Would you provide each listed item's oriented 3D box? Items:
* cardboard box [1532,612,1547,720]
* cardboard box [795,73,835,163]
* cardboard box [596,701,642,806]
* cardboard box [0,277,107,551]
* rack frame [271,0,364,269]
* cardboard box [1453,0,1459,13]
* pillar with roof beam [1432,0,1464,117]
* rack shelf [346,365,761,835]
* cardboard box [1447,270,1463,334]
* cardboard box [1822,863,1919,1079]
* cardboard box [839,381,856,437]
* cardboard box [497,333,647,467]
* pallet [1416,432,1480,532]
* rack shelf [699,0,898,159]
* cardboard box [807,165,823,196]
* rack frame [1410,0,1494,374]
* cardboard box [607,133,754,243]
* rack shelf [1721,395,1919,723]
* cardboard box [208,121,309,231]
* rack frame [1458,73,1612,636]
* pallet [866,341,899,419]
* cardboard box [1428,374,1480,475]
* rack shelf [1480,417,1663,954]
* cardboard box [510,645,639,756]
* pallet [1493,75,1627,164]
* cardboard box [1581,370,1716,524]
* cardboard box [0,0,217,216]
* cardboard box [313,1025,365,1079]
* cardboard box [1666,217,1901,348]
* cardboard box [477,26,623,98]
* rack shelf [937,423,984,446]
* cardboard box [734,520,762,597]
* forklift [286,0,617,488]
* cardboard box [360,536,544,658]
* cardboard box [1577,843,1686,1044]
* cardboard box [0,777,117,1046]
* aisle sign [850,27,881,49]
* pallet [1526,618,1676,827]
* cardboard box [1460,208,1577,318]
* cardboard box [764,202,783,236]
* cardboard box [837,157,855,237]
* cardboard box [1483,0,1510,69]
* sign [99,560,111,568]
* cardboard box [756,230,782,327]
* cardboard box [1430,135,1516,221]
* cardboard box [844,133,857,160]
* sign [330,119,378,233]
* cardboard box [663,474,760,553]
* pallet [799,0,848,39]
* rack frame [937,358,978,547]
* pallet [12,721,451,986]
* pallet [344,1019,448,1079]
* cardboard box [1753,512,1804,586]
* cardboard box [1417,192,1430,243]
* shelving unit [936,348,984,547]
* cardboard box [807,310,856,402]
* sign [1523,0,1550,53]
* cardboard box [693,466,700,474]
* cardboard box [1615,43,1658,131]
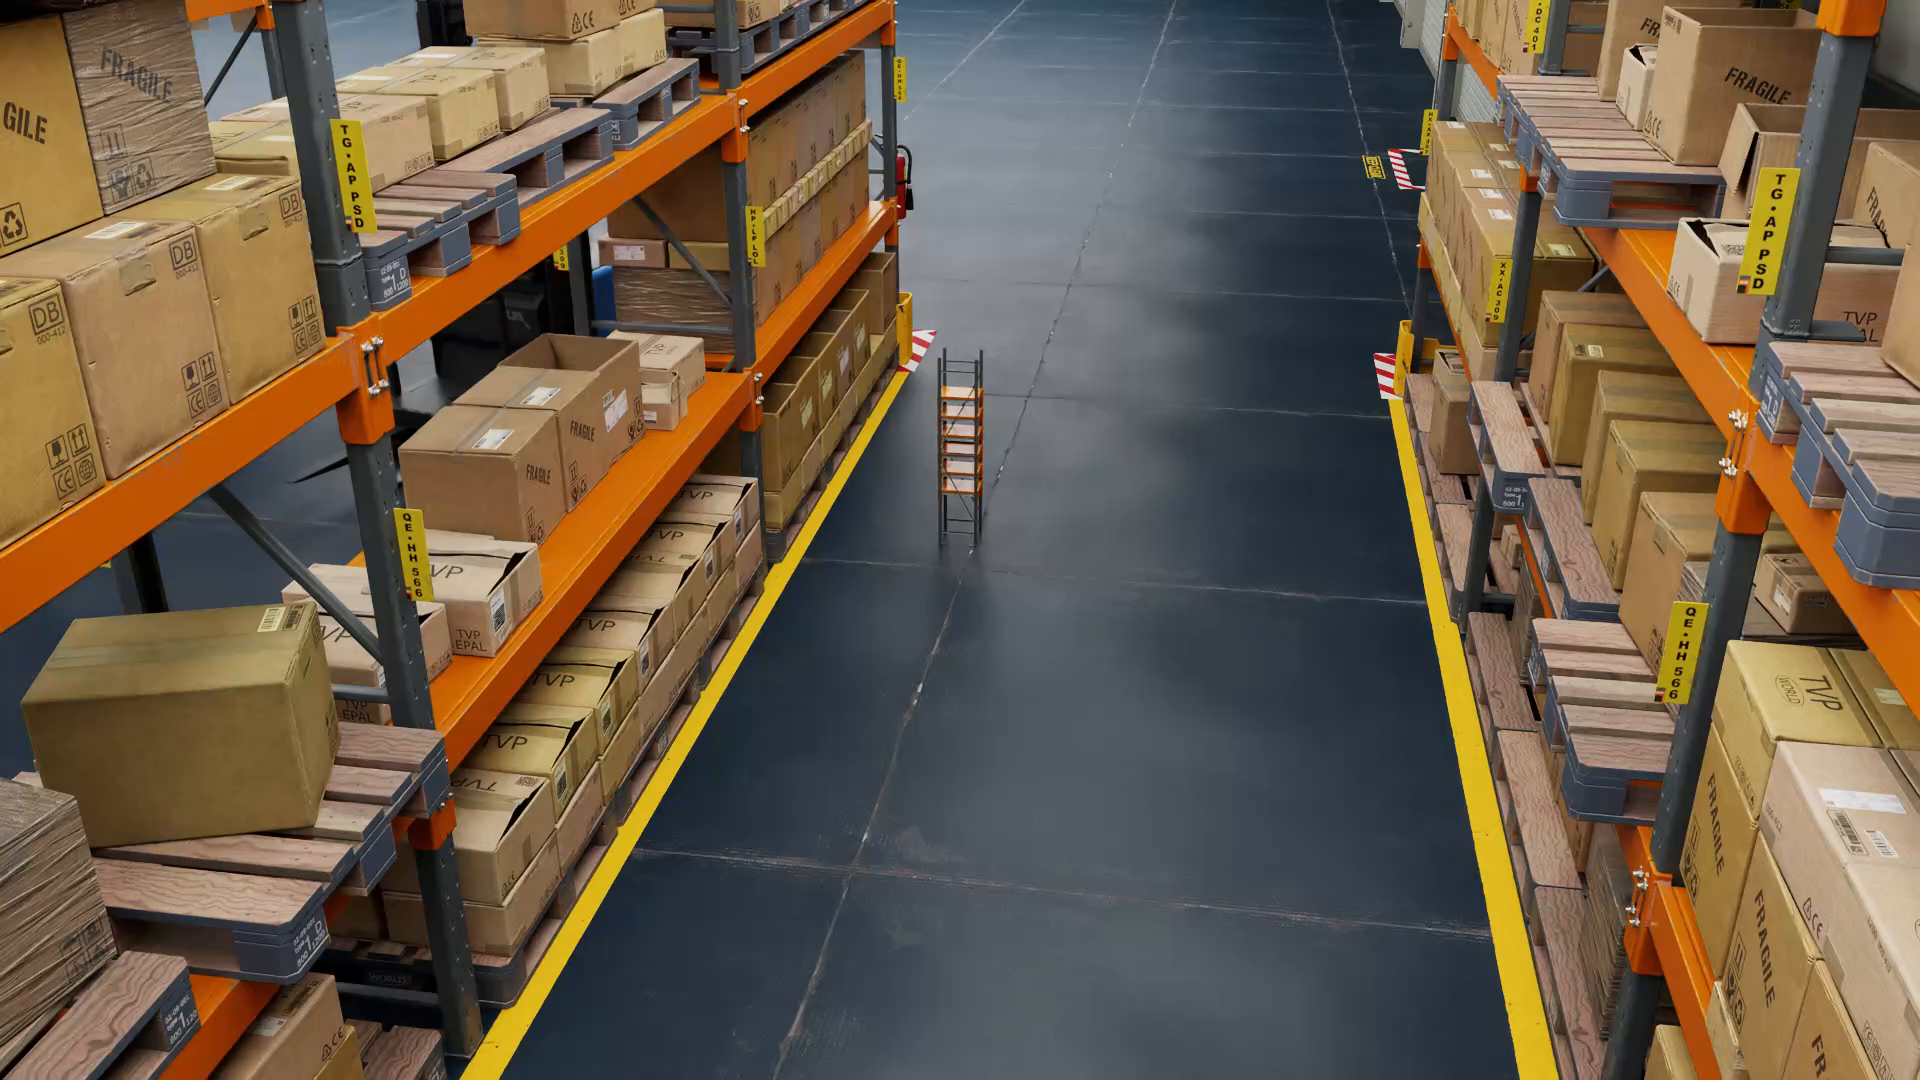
[{"bbox_3d":[3.113,0.635,7.785,0.700,0.500,0.500,4,25,7],"label":"cardboard box"},{"bbox_3d":[-1.242,-2.826,11.101,0.700,0.500,0.500,4,25,9],"label":"cardboard box"},{"bbox_3d":[-1.754,0.933,7.466,0.500,0.250,0.500,3,25,7],"label":"cardboard box"},{"bbox_3d":[-2.496,-0.283,3.661,0.910,0.500,0.500,4,25,9],"label":"cardboard box"},{"bbox_3d":[-2.290,-2.212,4.361,1.000,3.000,0.127,4,25,9],"label":"rack frame"},{"bbox_3d":[3.604,-3.790,11.128,0.500,0.500,0.500,5,25,10],"label":"cardboard box"},{"bbox_3d":[2.359,-10.181,21.386,9.100,9.000,0.400,4,25,9],"label":"pillar with roof beam"},{"bbox_3d":[-1.963,-0.006,7.573,1.077,0.370,4.000,4,25,9],"label":"rack shelf"},{"bbox_3d":[3.187,-1.406,9.869,0.500,0.250,0.500,4,25,8],"label":"cardboard box"},{"bbox_3d":[2.105,0.924,3.361,0.500,0.250,0.500,4,25,9],"label":"cardboard box"},{"bbox_3d":[-1.012,-0.913,11.410,0.500,0.250,0.500,4,25,9],"label":"cardboard box"},{"bbox_3d":[-1.864,-0.673,8.032,0.500,0.500,0.500,6,26,12],"label":"cardboard box"},{"bbox_3d":[3.524,-0.359,10.767,1.003,0.211,1.213,4,25,9],"label":"pallet"},{"bbox_3d":[-1.309,-3.037,10.511,1.077,0.370,4.000,4,25,9],"label":"rack shelf"},{"bbox_3d":[-1.108,-2.358,10.867,0.380,0.149,0.250,4,25,8],"label":"cardboard box"},{"bbox_3d":[3.906,-2.499,12.051,1.000,3.000,0.127,4,25,9],"label":"rack frame"},{"bbox_3d":[-1.570,-1.987,9.308,0.700,0.500,0.500,4,25,9],"label":"cardboard box"},{"bbox_3d":[2.271,0.650,2.633,1.077,0.370,4.000,4,25,9],"label":"rack shelf"},{"bbox_3d":[-2.271,-1.170,5.354,0.500,0.250,0.500,2,25,5],"label":"cardboard box"},{"bbox_3d":[3.252,-0.826,8.477,1.000,3.000,0.127,4,25,9],"label":"rack frame"},{"bbox_3d":[-1.066,-1.255,12.683,1.003,0.211,1.213,4,25,9],"label":"pallet"},{"bbox_3d":[3.441,-0.742,10.726,0.700,0.500,0.500,2,25,5],"label":"cardboard box"},{"bbox_3d":[2.925,0.336,6.843,1.077,0.370,4.000,4,25,9],"label":"rack shelf"},{"bbox_3d":[-1.751,0.674,7.359,0.500,0.311,0.500,3,25,7],"label":"cardboard box"},{"bbox_3d":[3.046,-1.849,7.345,1.213,0.211,1.003,4,25,9],"label":"pallet"},{"bbox_3d":[2.960,-0.350,6.822,0.700,0.500,0.500,8,26,16],"label":"cardboard box"},{"bbox_3d":[-2.367,-1.170,4.375,0.500,0.500,0.500,4,25,9],"label":"cardboard box"},{"bbox_3d":[-2.211,1.845,5.199,0.500,0.500,0.500,5,26,11],"label":"cardboard box"},{"bbox_3d":[2.449,-0.801,4.965,0.500,0.311,0.500,4,25,9],"label":"cardboard box"},{"bbox_3d":[-1.833,-2.162,7.474,0.500,0.250,0.500,2,25,3],"label":"cardboard box"},{"bbox_3d":[0.002,-0.618,9.977,0.258,0.103,0.180,4,25,9],"label":"rack shelf"},{"bbox_3d":[-1.418,0.081,9.288,0.500,0.250,0.500,4,25,8],"label":"cardboard box"},{"bbox_3d":[-3.353,-2.027,11.122,1.130,2.935,3.031,11,27,21],"label":"forklift"},{"bbox_3d":[-1.952,0.185,6.423,0.500,0.311,0.500,4,25,8],"label":"cardboard box"},{"bbox_3d":[2.664,1.475,5.991,0.700,0.500,0.500,4,25,9],"label":"cardboard box"},{"bbox_3d":[-2.619,0.910,4.155,0.700,0.500,0.500,9,27,18],"label":"cardboard box"},{"bbox_3d":[-0.682,-4.026,12.245,0.394,0.787,0.004,4,25,9],"label":"aisle sign"},{"bbox_3d":[2.609,0.628,5.596,1.213,0.211,1.003,4,25,9],"label":"pallet"},{"bbox_3d":[3.100,-1.536,9.261,0.500,0.500,0.500,4,25,8],"label":"cardboard box"},{"bbox_3d":[-1.278,-1.929,9.950,0.380,0.149,0.250,4,25,8],"label":"cardboard box"},{"bbox_3d":[-1.152,-2.472,11.875,0.700,0.500,0.500,5,25,10],"label":"cardboard box"},{"bbox_3d":[3.239,-2.913,9.255,0.500,0.500,0.500,3,25,6],"label":"cardboard box"},{"bbox_3d":[-2.838,-0.057,5.467,0.100,0.325,0.005,4,25,9],"label":"sign"},{"bbox_3d":[-1.490,-1.620,10.056,0.700,0.500,0.500,4,25,8],"label":"cardboard box"},{"bbox_3d":[3.440,-2.395,11.098,0.500,0.500,0.500,4,25,9],"label":"cardboard box"},{"bbox_3d":[-0.940,-2.791,11.790,0.380,0.149,0.250,4,25,8],"label":"cardboard box"},{"bbox_3d":[-1.755,-1.049,4.806,0.100,0.325,0.005,4,25,9],"label":"sign"},{"bbox_3d":[-1.419,-0.178,9.178,0.500,0.311,0.500,4,25,9],"label":"cardboard box"},{"bbox_3d":[-1.320,-3.354,10.443,1.003,0.211,1.213,4,25,9],"label":"pallet"},{"bbox_3d":[-0.013,-0.511,9.927,0.240,1.200,0.006,4,25,9],"label":"rack frame"},{"bbox_3d":[-2.331,0.880,5.058,1.213,0.211,1.003,4,25,9],"label":"pallet"},{"bbox_3d":[-2.449,2.077,5.563,1.003,0.211,1.213,4,25,9],"label":"pallet"},{"bbox_3d":[2.663,0.026,5.254,0.380,0.149,0.250,0,25,0],"label":"cardboard box"},{"bbox_3d":[3.513,-2.258,11.690,0.500,0.250,0.500,3,25,7],"label":"cardboard box"},{"bbox_3d":[0.002,-0.549,10.009,0.258,1.200,0.189,4,25,9],"label":"shelving unit"},{"bbox_3d":[-1.008,-1.252,11.251,0.500,0.500,0.500,4,25,9],"label":"cardboard box"},{"bbox_3d":[2.715,-2.454,7.805,0.100,0.325,0.005,4,25,9],"label":"sign"},{"bbox_3d":[-1.776,-0.322,10.148,0.500,0.250,0.500,4,25,9],"label":"cardboard box"},{"bbox_3d":[2.983,-1.854,6.744,0.500,0.311,0.500,5,26,10],"label":"cardboard box"}]
